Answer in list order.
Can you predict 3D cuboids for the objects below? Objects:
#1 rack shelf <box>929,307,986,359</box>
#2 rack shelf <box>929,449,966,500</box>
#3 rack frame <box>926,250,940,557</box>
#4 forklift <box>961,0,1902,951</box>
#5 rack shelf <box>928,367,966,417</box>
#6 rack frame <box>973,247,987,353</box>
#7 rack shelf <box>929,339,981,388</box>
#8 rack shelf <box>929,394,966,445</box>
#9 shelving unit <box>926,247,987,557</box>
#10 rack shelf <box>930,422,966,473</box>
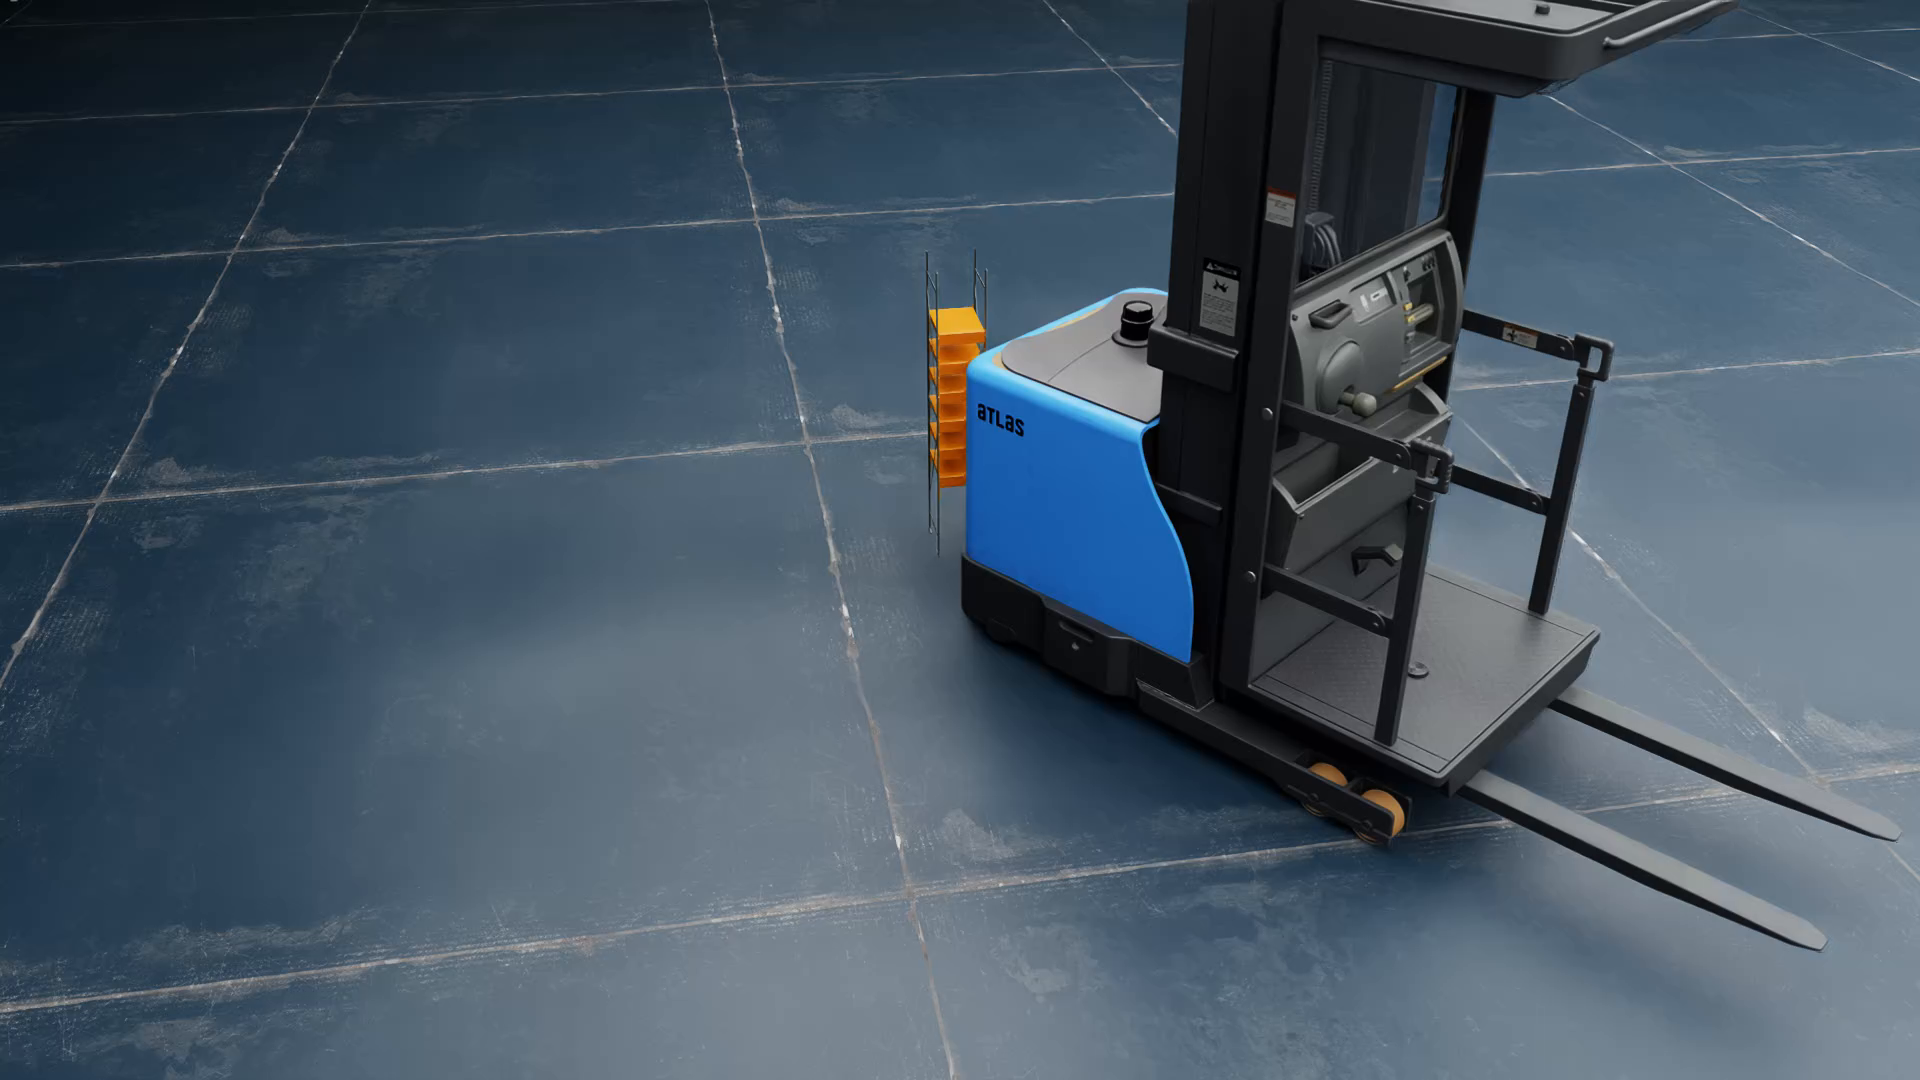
[{"bbox_3d":[-0.014,-0.788,6.284,0.180,0.103,0.258,-5,31,-9],"label":"rack shelf"},{"bbox_3d":[-0.014,-0.271,6.588,0.180,0.103,0.258,-5,31,-9],"label":"rack shelf"},{"bbox_3d":[-0.104,-0.508,6.429,0.006,1.200,0.240,-5,31,-9],"label":"rack frame"},{"bbox_3d":[1.425,-0.622,4.916,3.031,2.935,1.130,25,39,36],"label":"forklift"},{"bbox_3d":[-0.014,-0.581,6.405,0.180,0.103,0.258,-5,31,-9],"label":"rack shelf"},{"bbox_3d":[0.076,-0.524,6.458,0.006,1.200,0.240,-5,31,-9],"label":"rack frame"},{"bbox_3d":[-0.014,-0.684,6.344,0.180,0.103,0.258,-5,31,-9],"label":"rack shelf"},{"bbox_3d":[-0.014,-0.478,6.466,0.180,0.103,0.258,-5,31,-9],"label":"rack shelf"},{"bbox_3d":[-0.014,-0.516,6.444,0.189,1.200,0.258,-5,31,-9],"label":"shelving unit"},{"bbox_3d":[-0.014,-0.374,6.527,0.180,0.103,0.258,-5,31,-9],"label":"rack shelf"}]
